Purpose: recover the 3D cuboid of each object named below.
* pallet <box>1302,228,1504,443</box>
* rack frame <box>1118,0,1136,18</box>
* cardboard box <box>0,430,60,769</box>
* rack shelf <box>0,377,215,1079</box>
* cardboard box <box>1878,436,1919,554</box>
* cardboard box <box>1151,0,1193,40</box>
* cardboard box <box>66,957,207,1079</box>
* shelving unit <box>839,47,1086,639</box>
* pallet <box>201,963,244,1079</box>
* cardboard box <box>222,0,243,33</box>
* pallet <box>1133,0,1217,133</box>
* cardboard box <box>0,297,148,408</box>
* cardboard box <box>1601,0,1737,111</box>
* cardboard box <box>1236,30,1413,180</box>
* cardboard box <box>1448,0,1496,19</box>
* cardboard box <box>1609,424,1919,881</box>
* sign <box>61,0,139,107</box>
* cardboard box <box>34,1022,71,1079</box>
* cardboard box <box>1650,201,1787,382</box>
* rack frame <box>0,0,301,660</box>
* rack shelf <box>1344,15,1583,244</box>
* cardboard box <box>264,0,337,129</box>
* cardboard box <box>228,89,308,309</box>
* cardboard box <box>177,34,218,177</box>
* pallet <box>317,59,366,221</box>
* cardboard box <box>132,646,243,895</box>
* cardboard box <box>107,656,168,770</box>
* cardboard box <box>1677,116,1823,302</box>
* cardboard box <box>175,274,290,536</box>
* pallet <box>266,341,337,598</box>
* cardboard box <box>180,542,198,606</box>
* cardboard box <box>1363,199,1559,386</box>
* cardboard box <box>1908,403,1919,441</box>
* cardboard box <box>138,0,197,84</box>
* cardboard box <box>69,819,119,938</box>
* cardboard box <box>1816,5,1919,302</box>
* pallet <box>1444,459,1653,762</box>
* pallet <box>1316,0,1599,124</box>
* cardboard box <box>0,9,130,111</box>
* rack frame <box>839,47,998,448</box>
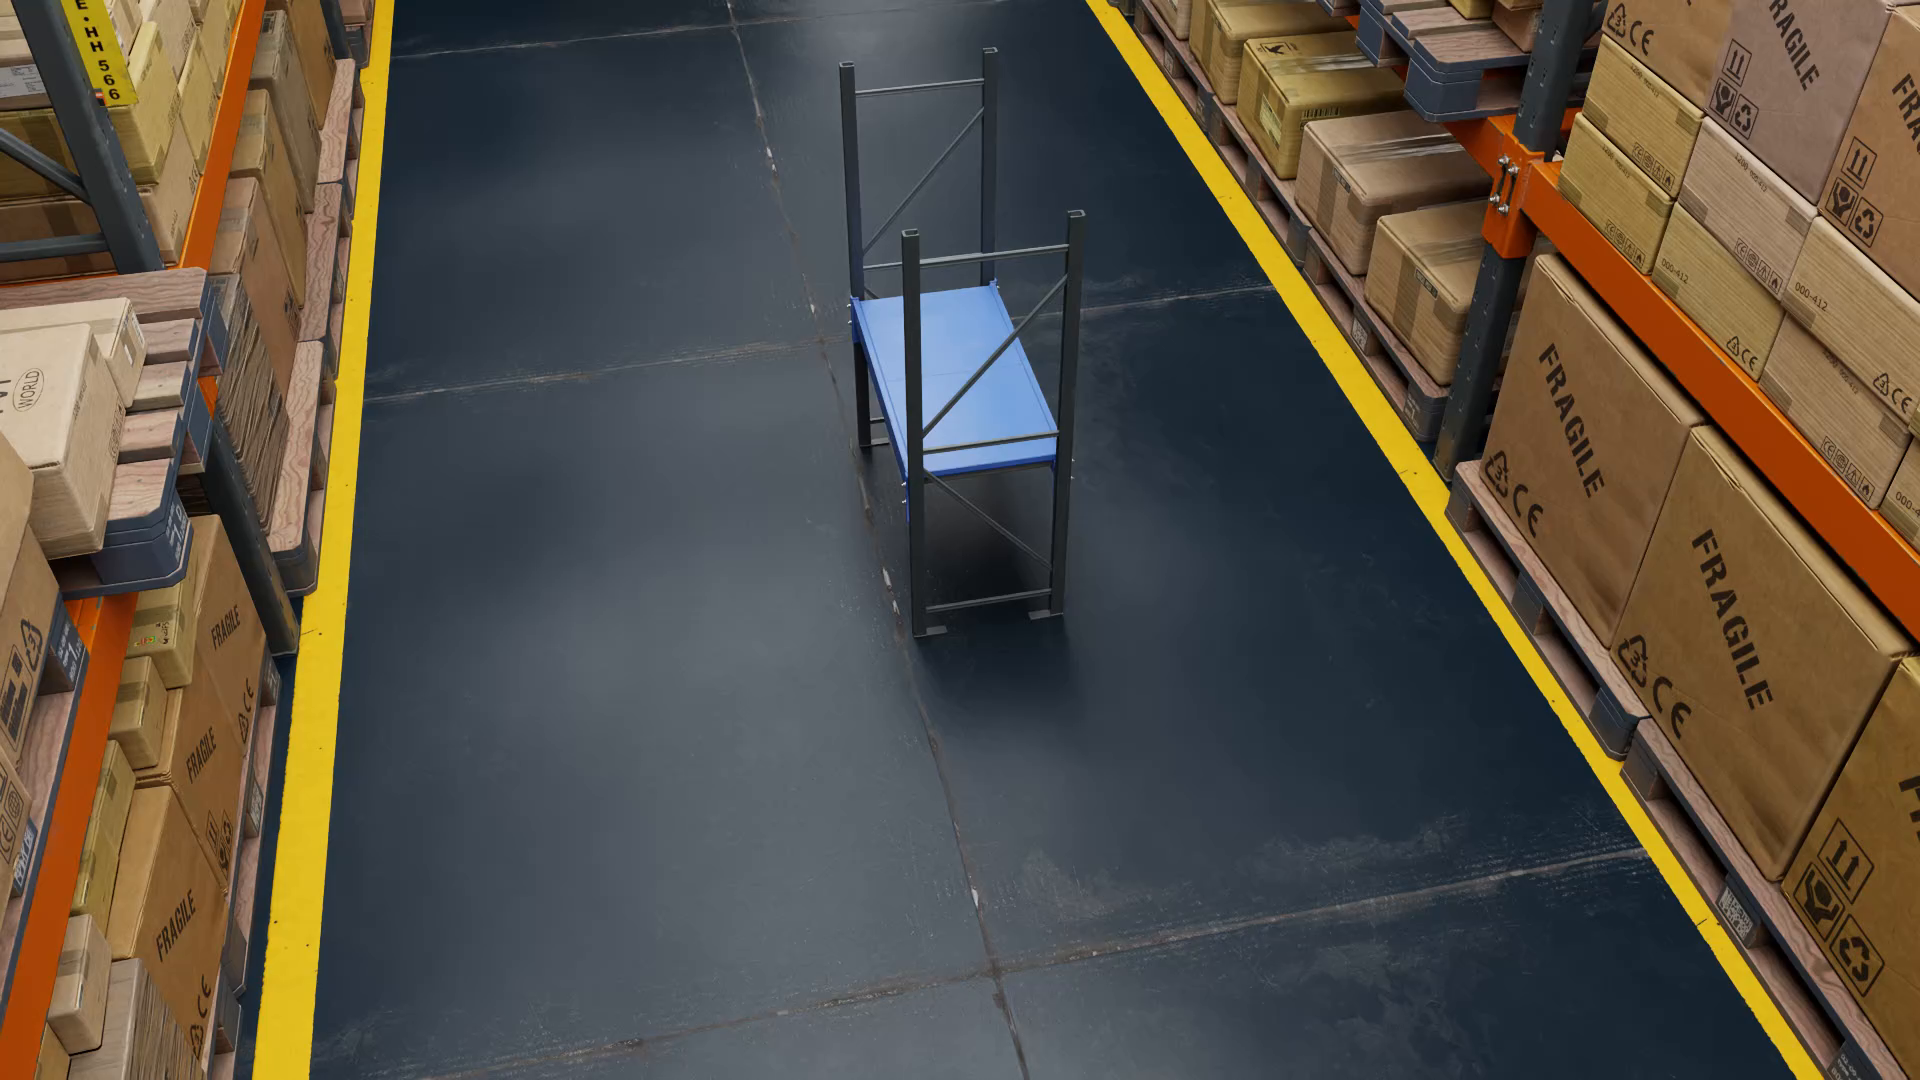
[{"bbox_3d":[2.053,-0.897,6.601,1.003,0.211,1.213,-8,42,-9],"label":"pallet"},{"bbox_3d":[1.357,-4.026,8.025,1.000,3.000,0.127,-8,42,-9],"label":"rack frame"},{"bbox_3d":[-2.092,0.117,2.965,0.797,0.503,0.637,-9,42,-10],"label":"cardboard box"},{"bbox_3d":[-2.194,0.846,3.079,1.077,0.370,4.000,-8,42,-9],"label":"rack shelf"},{"bbox_3d":[2.426,-0.033,3.640,0.500,0.250,0.500,-8,42,-9],"label":"cardboard box"},{"bbox_3d":[1.473,-2.860,8.376,0.950,0.372,0.625,-8,42,-9],"label":"cardboard box"},{"bbox_3d":[-1.980,1.301,3.592,0.500,0.500,0.500,-10,43,-11],"label":"cardboard box"},{"bbox_3d":[-0.018,-0.616,5.314,0.538,1.500,1.048,-8,42,-9],"label":"shelving unit"},{"bbox_3d":[-2.241,1.602,3.786,1.003,0.211,1.213,-8,42,-9],"label":"pallet"},{"bbox_3d":[-2.814,-1.982,5.836,0.500,0.250,0.500,-7,42,-8],"label":"cardboard box"},{"bbox_3d":[1.527,-2.478,8.383,1.003,0.211,1.213,-8,42,-9],"label":"pallet"},{"bbox_3d":[-2.109,-0.411,3.827,0.380,0.149,0.250,-8,42,-8],"label":"cardboard box"},{"bbox_3d":[2.088,-1.489,4.340,0.500,0.500,0.500,-10,43,-11],"label":"cardboard box"},{"bbox_3d":[1.783,-1.944,7.344,0.950,0.372,0.625,-7,42,-8],"label":"cardboard box"},{"bbox_3d":[1.792,-1.838,5.434,0.380,0.149,0.250,-8,42,-9],"label":"cardboard box"},{"bbox_3d":[2.477,0.243,4.501,0.875,0.875,0.875,-8,42,-9],"label":"cardboard box"},{"bbox_3d":[-2.097,-1.206,4.037,0.100,0.325,0.005,-8,42,-9],"label":"sign"},{"bbox_3d":[-2.009,1.130,3.295,0.380,0.149,0.250,-8,42,-9],"label":"cardboard box"},{"bbox_3d":[2.209,-0.693,4.384,0.500,0.250,0.500,-9,42,-11],"label":"cardboard box"},{"bbox_3d":[-2.625,-0.719,4.301,1.000,3.000,0.127,-8,42,-9],"label":"rack frame"},{"bbox_3d":[1.789,-2.460,6.804,1.077,0.370,4.000,-8,42,-9],"label":"rack shelf"},{"bbox_3d":[-3.365,-2.244,7.491,0.875,0.625,0.625,-7,42,-7],"label":"cardboard box"},{"bbox_3d":[-3.041,-1.253,6.375,0.875,0.625,0.625,-10,43,-11],"label":"cardboard box"},{"bbox_3d":[-2.586,-1.312,5.082,0.500,0.250,0.500,-9,42,-10],"label":"cardboard box"},{"bbox_3d":[-3.292,-1.797,7.615,1.003,0.211,1.213,-8,42,-9],"label":"pallet"},{"bbox_3d":[-2.226,0.628,4.350,0.500,0.500,0.500,-9,42,-10],"label":"cardboard box"},{"bbox_3d":[-2.168,0.449,4.062,0.380,0.149,0.250,-10,43,-11],"label":"cardboard box"},{"bbox_3d":[2.199,-0.865,4.201,0.500,0.250,0.500,-7,42,-8],"label":"cardboard box"},{"bbox_3d":[-2.747,-0.394,5.407,0.875,0.625,0.625,-7,42,-8],"label":"cardboard box"},{"bbox_3d":[-2.765,-0.215,5.834,1.003,0.211,1.213,-8,42,-9],"label":"pallet"},{"bbox_3d":[-2.271,0.100,4.456,0.380,0.149,0.250,-10,43,-11],"label":"cardboard box"},{"bbox_3d":[2.108,-0.975,6.252,0.950,0.372,0.625,-11,43,-12],"label":"cardboard box"},{"bbox_3d":[2.391,-0.209,3.462,0.500,0.250,0.500,-8,42,-9],"label":"cardboard box"},{"bbox_3d":[-2.589,-1.497,4.914,0.500,0.250,0.500,-7,42,-8],"label":"cardboard box"},{"bbox_3d":[-2.101,0.789,3.680,0.380,0.149,0.250,-9,42,-10],"label":"cardboard box"},{"bbox_3d":[2.301,-0.832,3.599,0.500,0.500,0.500,-7,42,-8],"label":"cardboard box"},{"bbox_3d":[2.317,0.132,5.442,1.003,0.211,1.213,-8,42,-9],"label":"pallet"},{"bbox_3d":[1.963,-1.808,5.671,1.213,0.211,1.003,-8,42,-9],"label":"pallet"},{"bbox_3d":[-2.407,-1.248,4.332,0.380,0.149,0.250,-7,42,-8],"label":"cardboard box"},{"bbox_3d":[-0.128,-0.946,5.686,0.500,1.500,0.032,-8,42,-9],"label":"rack frame"}]
